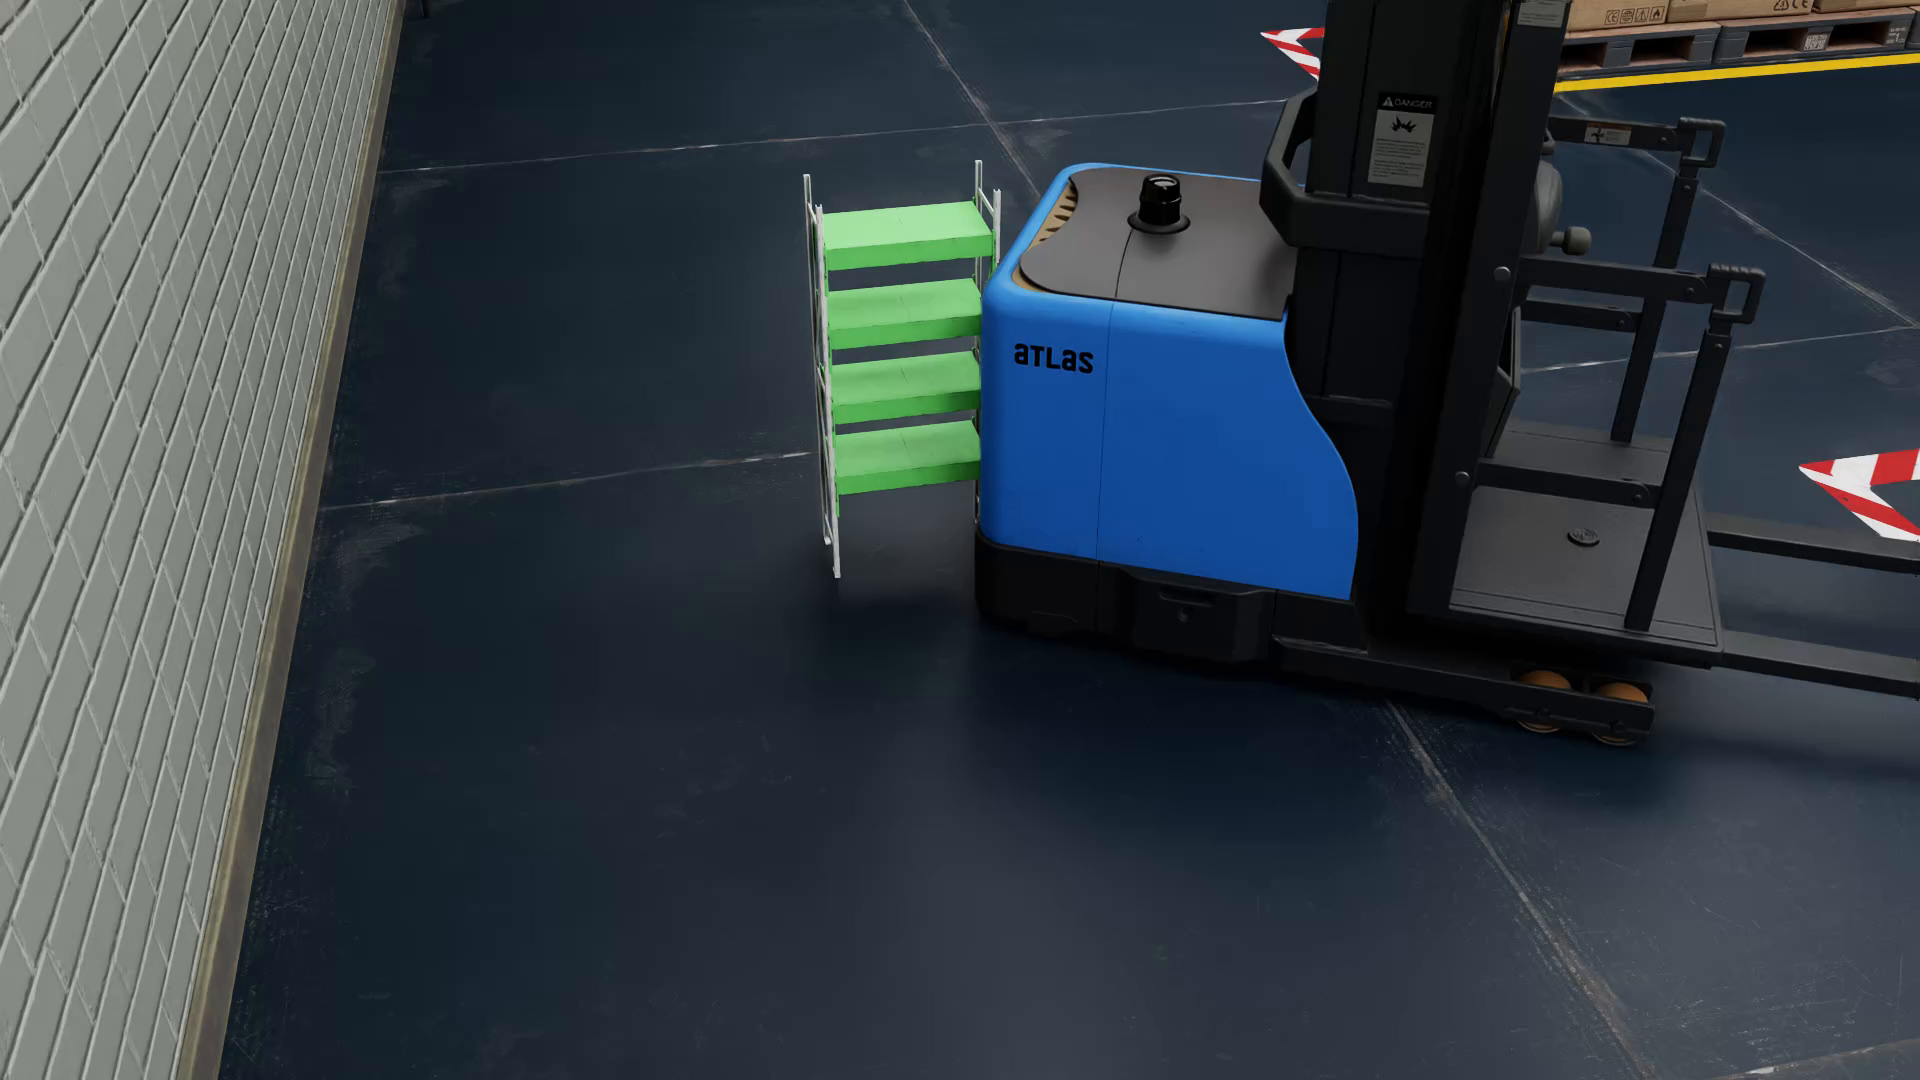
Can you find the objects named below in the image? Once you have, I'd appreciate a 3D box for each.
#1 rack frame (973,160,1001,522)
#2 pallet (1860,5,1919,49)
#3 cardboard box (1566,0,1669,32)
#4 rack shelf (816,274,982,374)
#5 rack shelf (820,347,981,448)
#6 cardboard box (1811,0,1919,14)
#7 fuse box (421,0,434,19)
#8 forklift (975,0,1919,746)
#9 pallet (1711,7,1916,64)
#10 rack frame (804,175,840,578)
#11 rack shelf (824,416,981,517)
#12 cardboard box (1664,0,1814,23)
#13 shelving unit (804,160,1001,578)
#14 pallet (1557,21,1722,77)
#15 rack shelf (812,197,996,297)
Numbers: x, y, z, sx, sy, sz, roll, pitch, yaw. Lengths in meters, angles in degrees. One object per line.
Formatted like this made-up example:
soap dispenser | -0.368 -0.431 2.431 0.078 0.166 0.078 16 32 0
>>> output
rack frame | 0.077 -0.508 4.930 0.015 1.200 0.240 -7 35 -11
pallet | 5.827 -3.199 9.828 1.213 0.211 1.003 -7 35 -11
cardboard box | 3.306 -3.162 9.193 0.875 0.438 0.875 -8 35 -12
rack shelf | -0.161 -0.624 4.787 0.480 0.148 0.258 -7 35 -11
rack shelf | -0.161 -0.425 4.921 0.480 0.148 0.258 -7 35 -11
cardboard box | 5.077 -3.389 9.531 0.875 0.438 0.875 -8 35 -12
fuse box | -3.132 -3.835 9.429 0.414 1.711 0.539 -7 35 -11
forklift | 1.618 -1.000 4.110 3.031 2.935 1.130 9 35 13
pallet | 4.634 -3.047 9.601 1.213 0.211 1.003 -7 35 -11
rack frame | -0.399 -0.448 4.841 0.015 1.200 0.240 -7 35 -11
rack shelf | -0.161 -0.226 5.055 0.480 0.148 0.258 -7 35 -11
cardboard box | 4.197 -3.279 9.367 0.875 0.438 0.875 -6 34 -9
shelving unit | -0.161 -0.478 4.885 0.503 1.200 0.258 -7 35 -11
pallet | 3.447 -2.899 9.381 1.213 0.211 1.003 -7 35 -11
rack shelf | -0.161 -0.823 4.653 0.480 0.148 0.258 -7 35 -11
